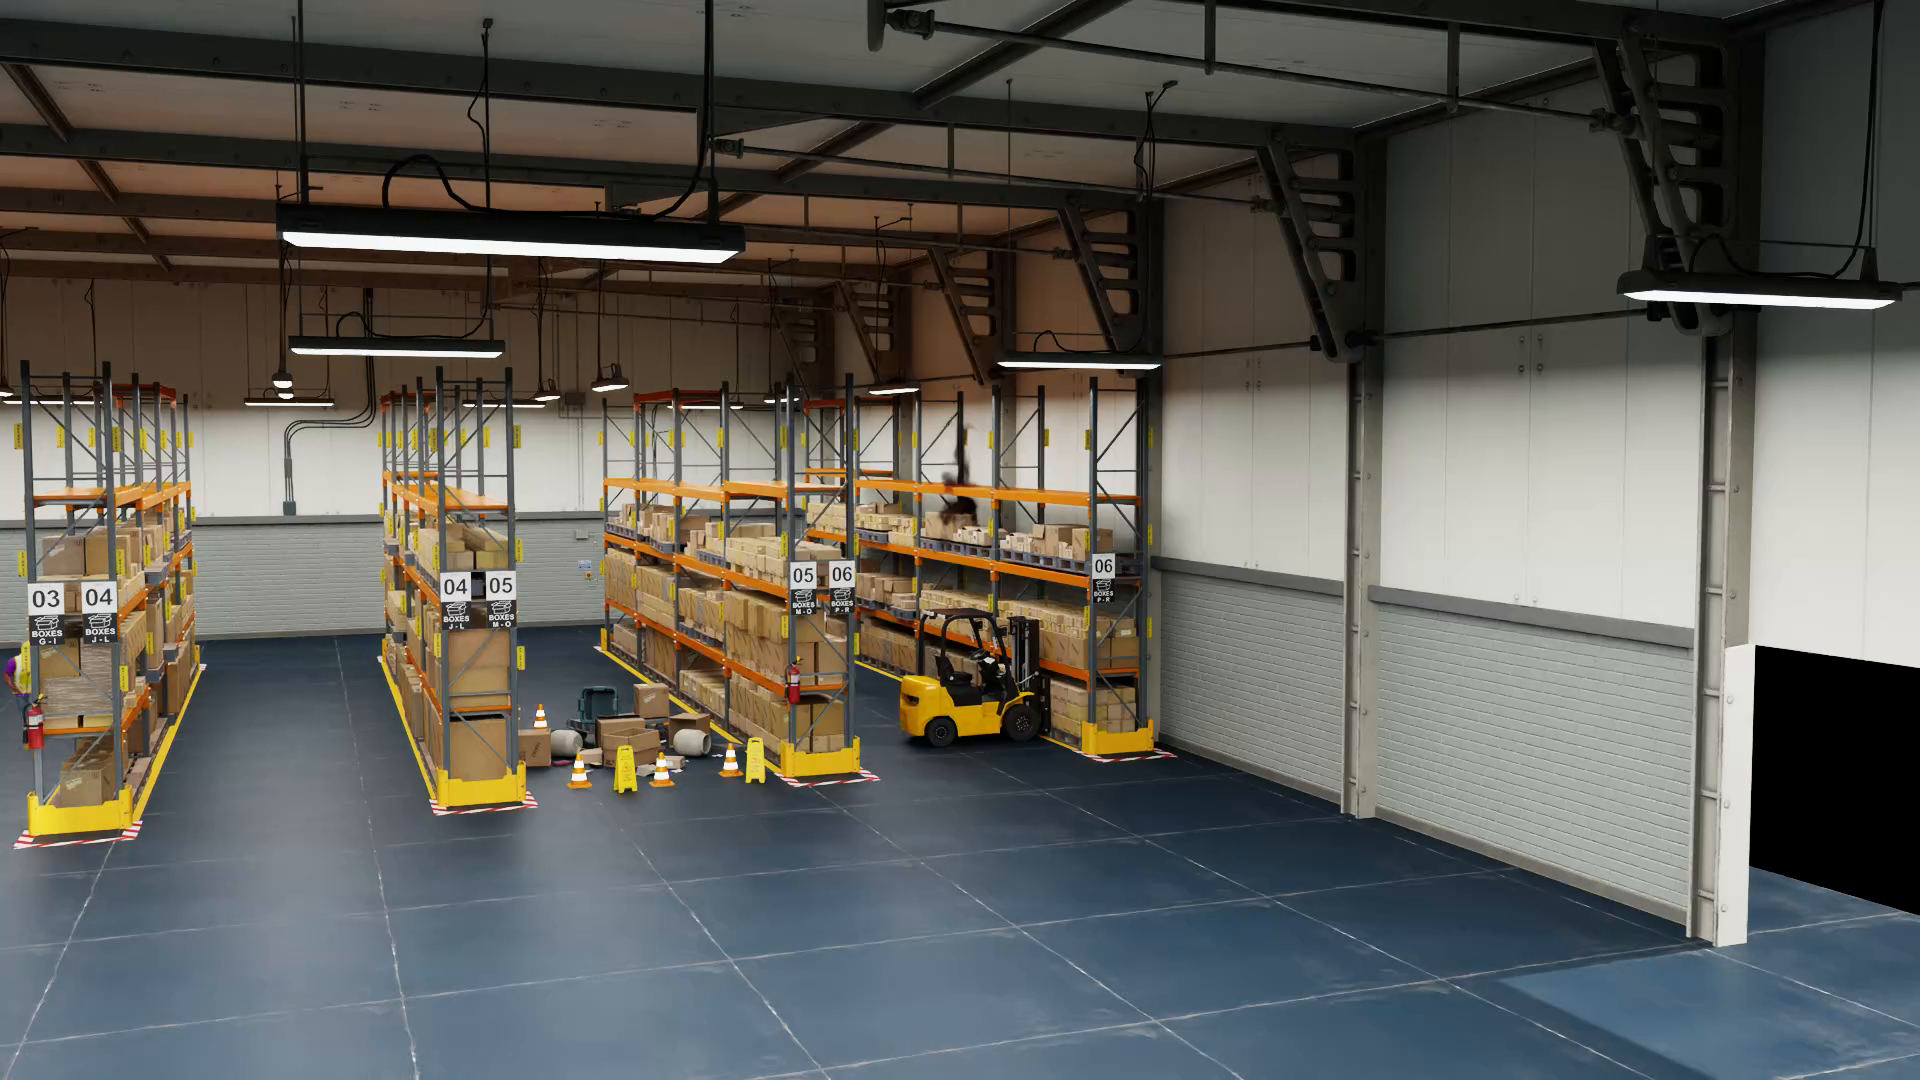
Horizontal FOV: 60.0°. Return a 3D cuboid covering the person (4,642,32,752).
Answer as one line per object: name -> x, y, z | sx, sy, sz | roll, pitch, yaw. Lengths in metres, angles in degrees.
person -> -15.197, 2.509, 27.153 | 0.700, 1.752, 1.098 | -1, 4, -22
